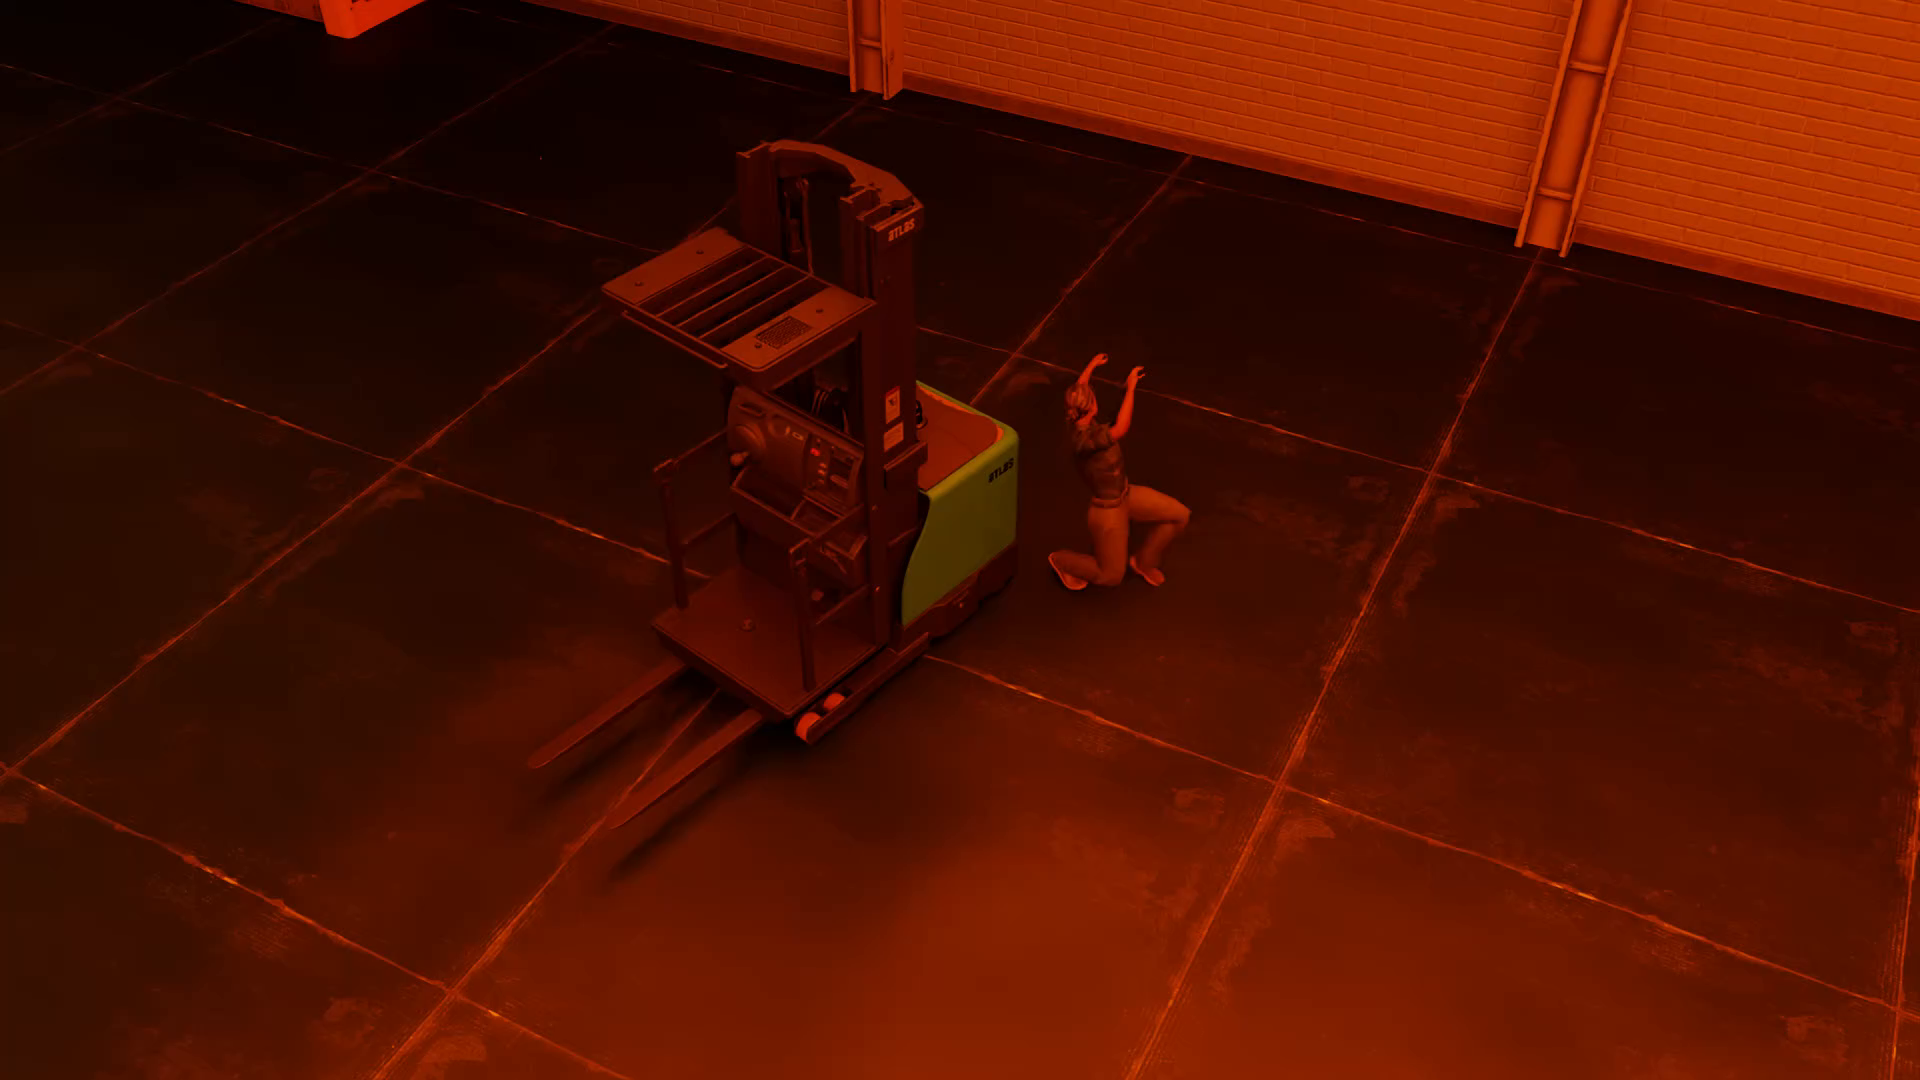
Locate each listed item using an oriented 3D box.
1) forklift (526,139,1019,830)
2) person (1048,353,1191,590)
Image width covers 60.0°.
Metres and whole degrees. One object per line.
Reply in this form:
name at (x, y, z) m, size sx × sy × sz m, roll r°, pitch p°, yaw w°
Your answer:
forklift at (-0.994, -0.396, 8.457) m, size 1.130 × 2.935 × 3.031 m, roll 29°, pitch 48°, yaw 30°
person at (0.986, -0.440, 9.651) m, size 0.798 × 1.512 × 1.016 m, roll 12°, pitch 41°, yaw 13°
